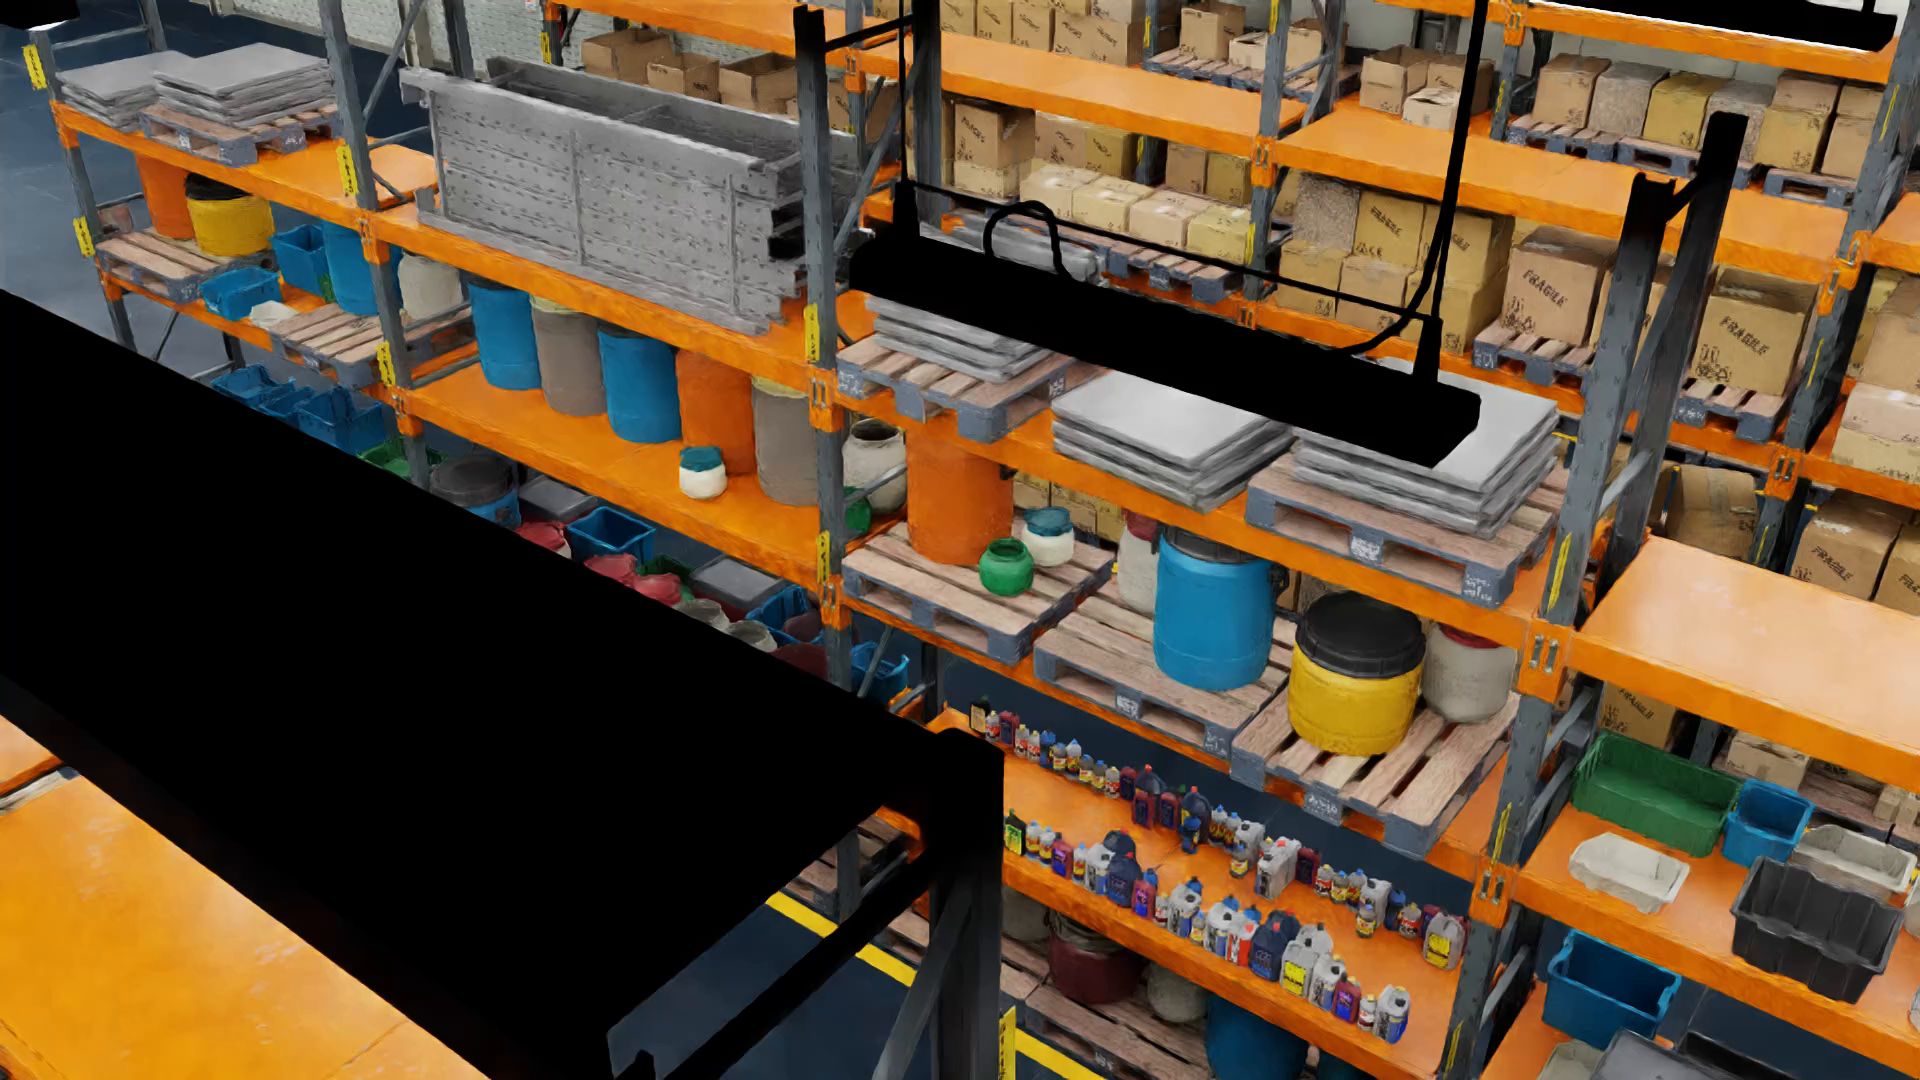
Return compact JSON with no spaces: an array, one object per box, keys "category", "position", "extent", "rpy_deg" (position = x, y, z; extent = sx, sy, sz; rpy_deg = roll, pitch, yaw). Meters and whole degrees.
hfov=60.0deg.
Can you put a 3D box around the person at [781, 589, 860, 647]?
[{"category":"person","position":[-0.993,1.010,11.590],"extent":[0.629,1.732,0.499],"rpy_deg":[-6,32,-10]}]

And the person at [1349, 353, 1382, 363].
[{"category":"person","position":[3.801,-1.186,15.621],"extent":[0.580,1.652,0.443],"rpy_deg":[4,32,6]}]
